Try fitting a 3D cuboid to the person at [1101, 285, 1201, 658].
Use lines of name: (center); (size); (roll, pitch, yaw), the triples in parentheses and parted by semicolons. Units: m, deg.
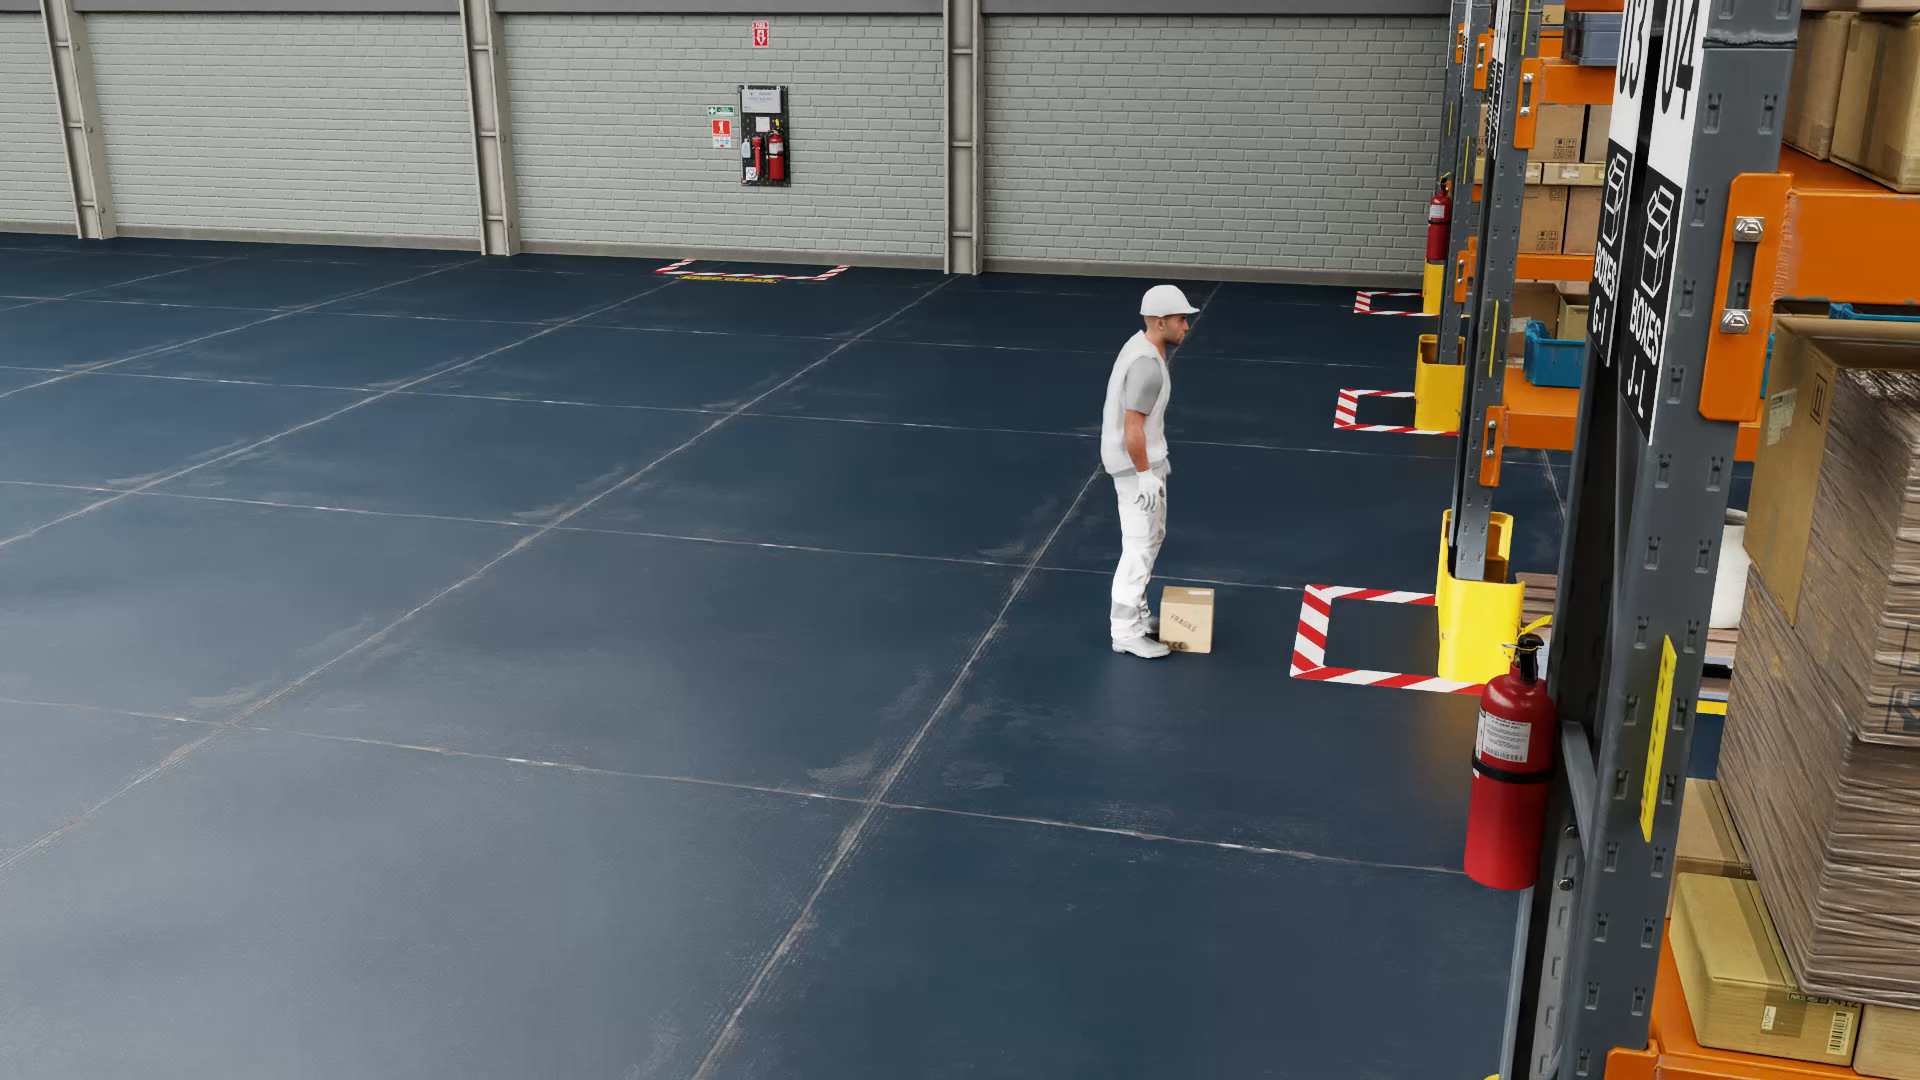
person: (0.913, -0.353, 8.112); (0.445, 1.781, 0.622); (4, 18, 11)
